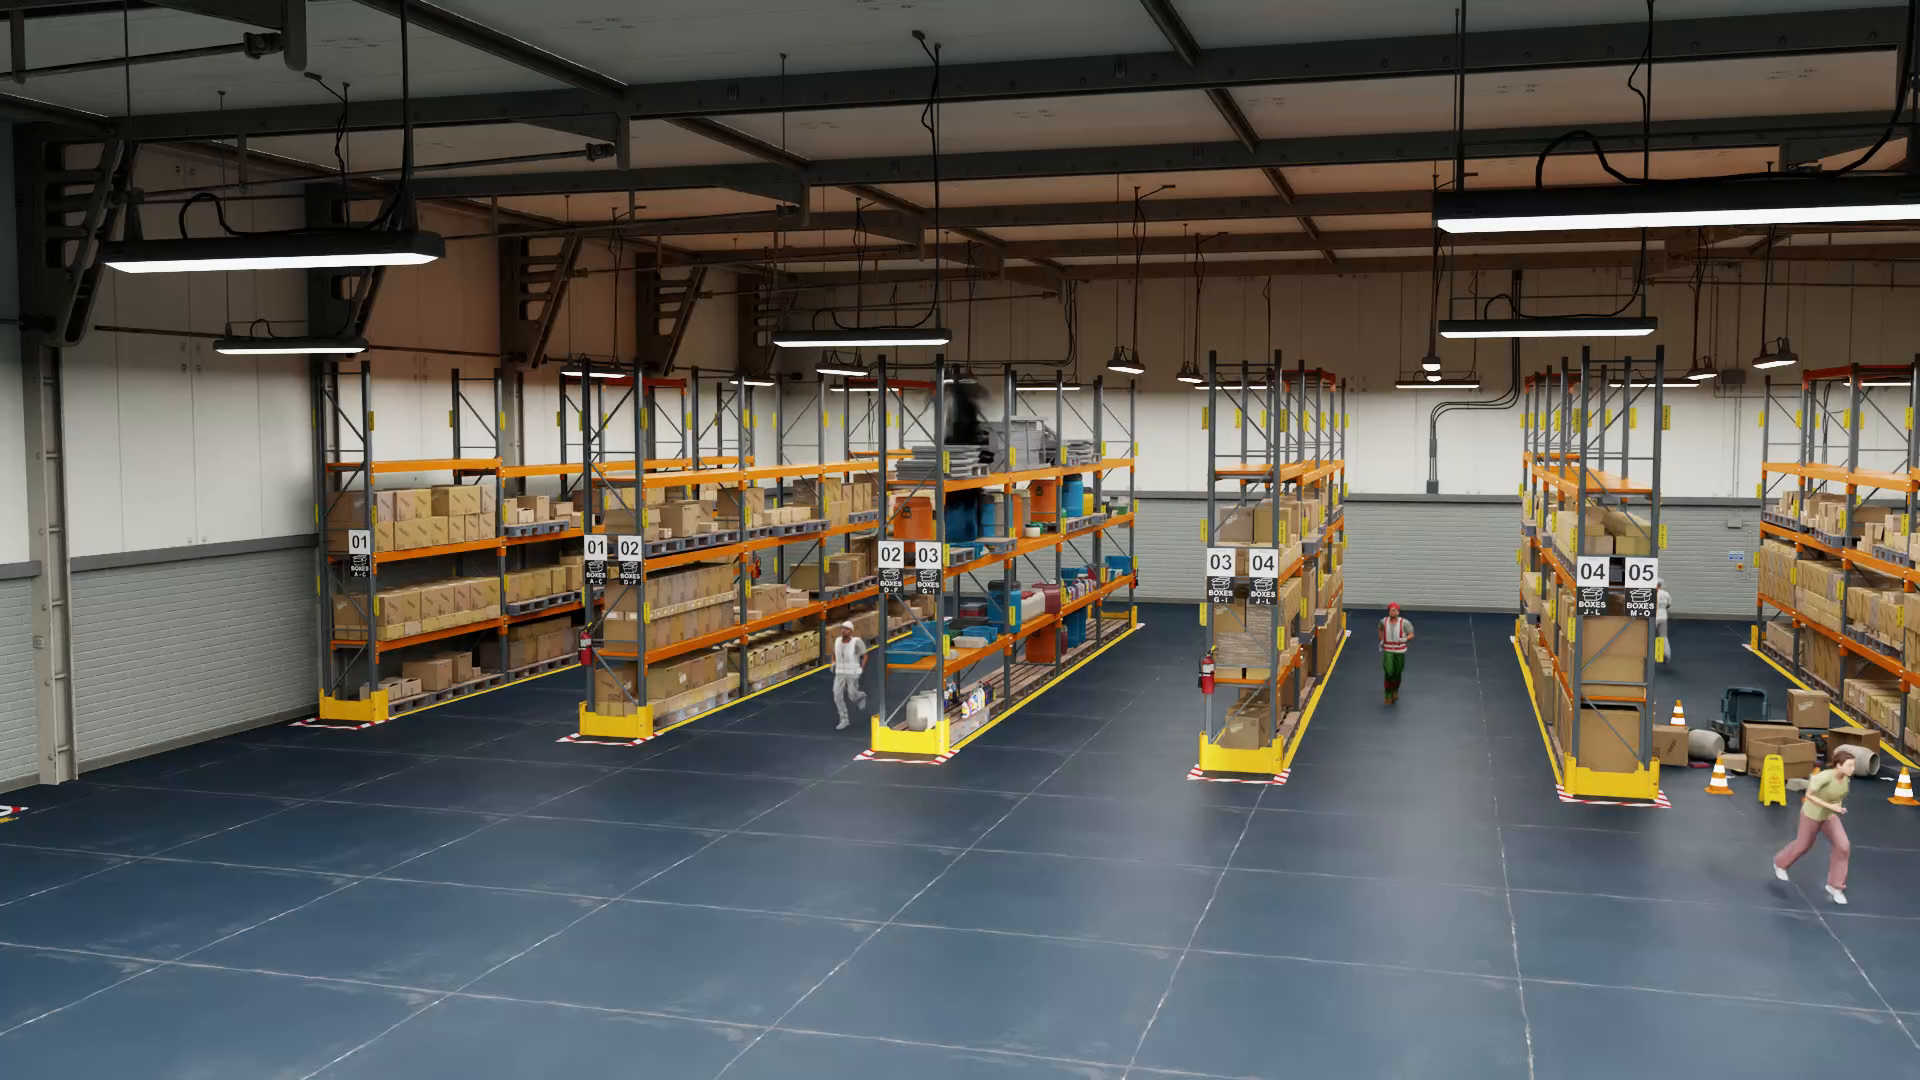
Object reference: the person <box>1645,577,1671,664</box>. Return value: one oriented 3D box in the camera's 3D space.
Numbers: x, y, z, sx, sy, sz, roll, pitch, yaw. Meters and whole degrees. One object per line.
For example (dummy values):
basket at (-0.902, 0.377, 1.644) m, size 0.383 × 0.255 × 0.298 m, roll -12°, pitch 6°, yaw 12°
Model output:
person at (14.280, 1.670, 34.065) m, size 0.641 × 1.816 × 0.915 m, roll 0°, pitch 4°, yaw -2°

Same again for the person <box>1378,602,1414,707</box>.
person at (7.711, 2.020, 29.431) m, size 0.631 × 1.852 × 0.782 m, roll 1°, pitch 4°, yaw 18°

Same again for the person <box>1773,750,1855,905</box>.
person at (9.052, 2.973, 17.641) m, size 0.619 × 1.626 × 0.961 m, roll -2°, pitch 4°, yaw -23°

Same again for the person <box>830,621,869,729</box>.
person at (-1.832, 2.201, 27.368) m, size 0.691 × 1.737 × 0.772 m, roll 1°, pitch 4°, yaw 20°
